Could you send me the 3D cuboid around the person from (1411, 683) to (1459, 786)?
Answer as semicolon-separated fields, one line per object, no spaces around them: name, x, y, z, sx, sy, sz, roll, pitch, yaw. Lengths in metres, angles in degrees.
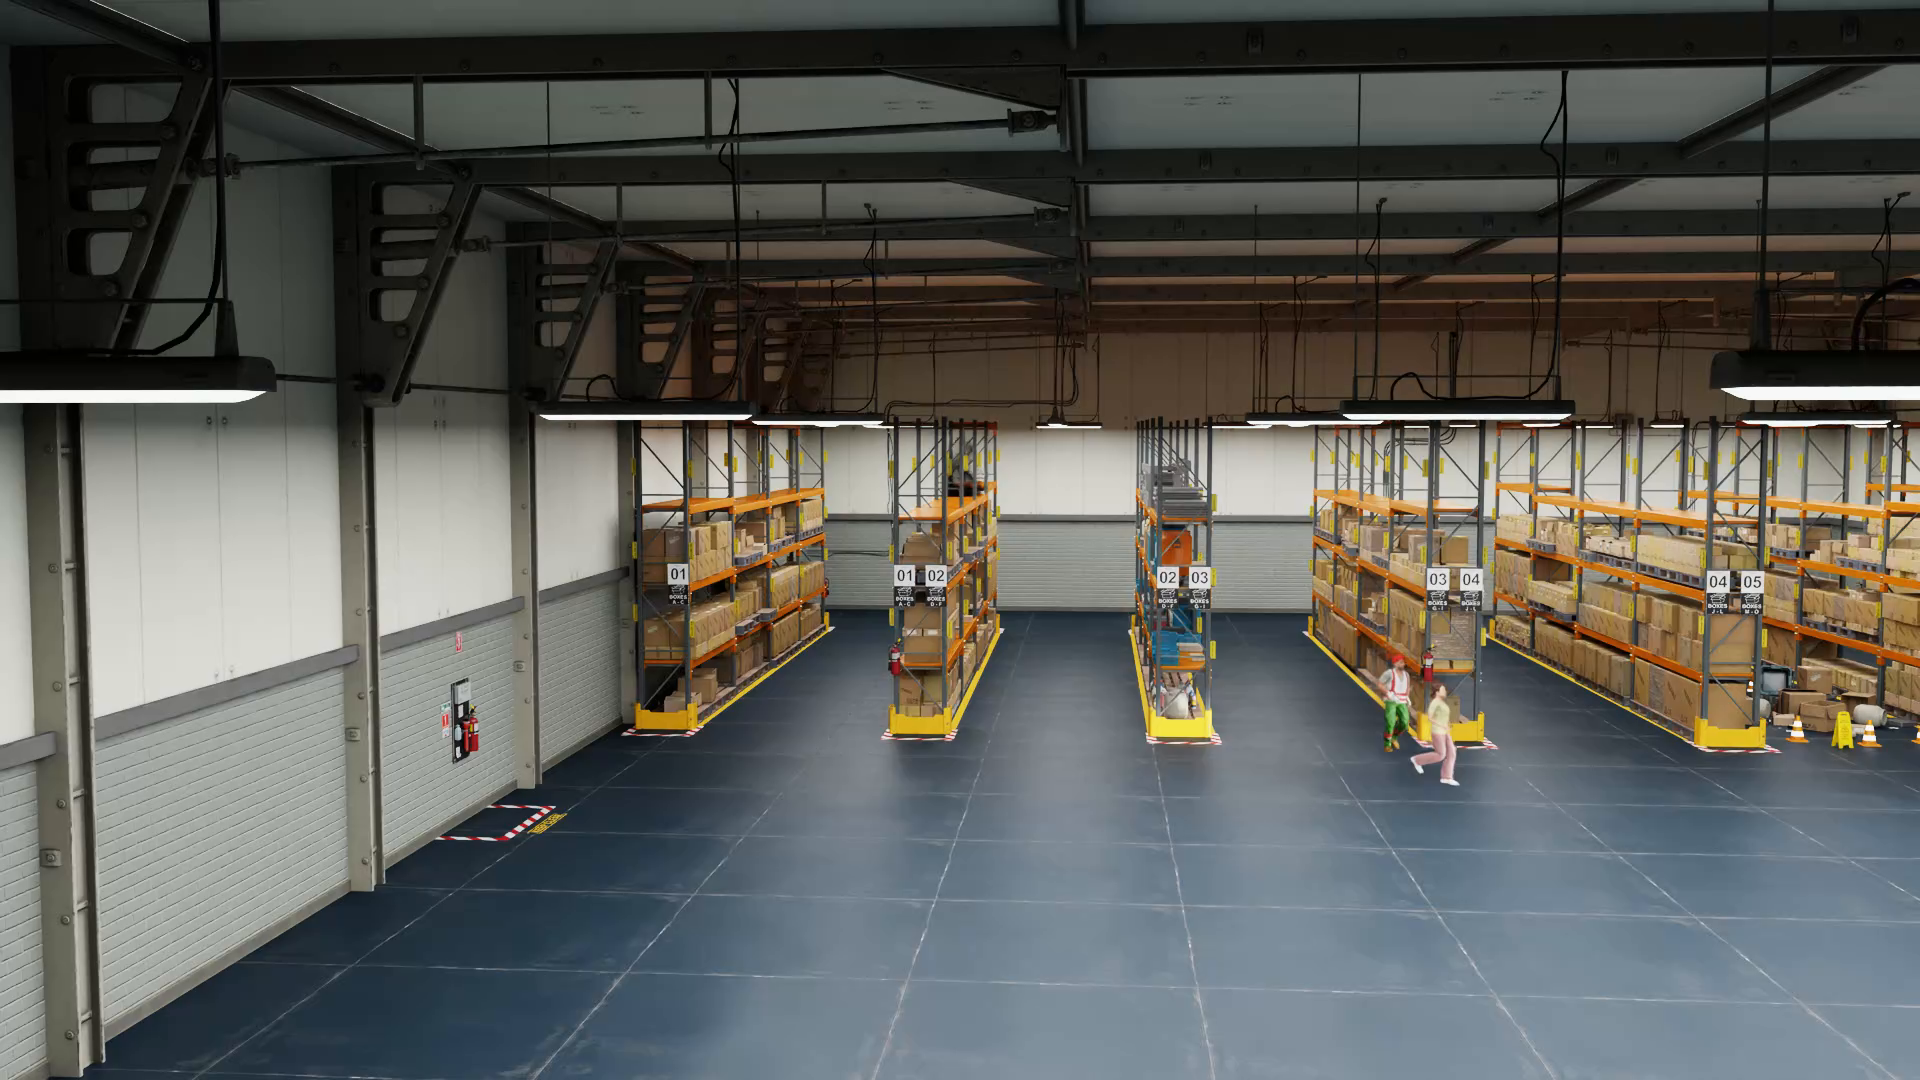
person;7.759;3.144;27.074;0.791;1.654;0.579;2;4;34

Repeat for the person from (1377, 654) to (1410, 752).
person;7.832;2.916;29.828;0.681;1.718;0.540;-1;4;-9

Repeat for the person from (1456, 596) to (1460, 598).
person;13.553;1.843;46.593;0.521;1.719;0.949;-3;5;-39
